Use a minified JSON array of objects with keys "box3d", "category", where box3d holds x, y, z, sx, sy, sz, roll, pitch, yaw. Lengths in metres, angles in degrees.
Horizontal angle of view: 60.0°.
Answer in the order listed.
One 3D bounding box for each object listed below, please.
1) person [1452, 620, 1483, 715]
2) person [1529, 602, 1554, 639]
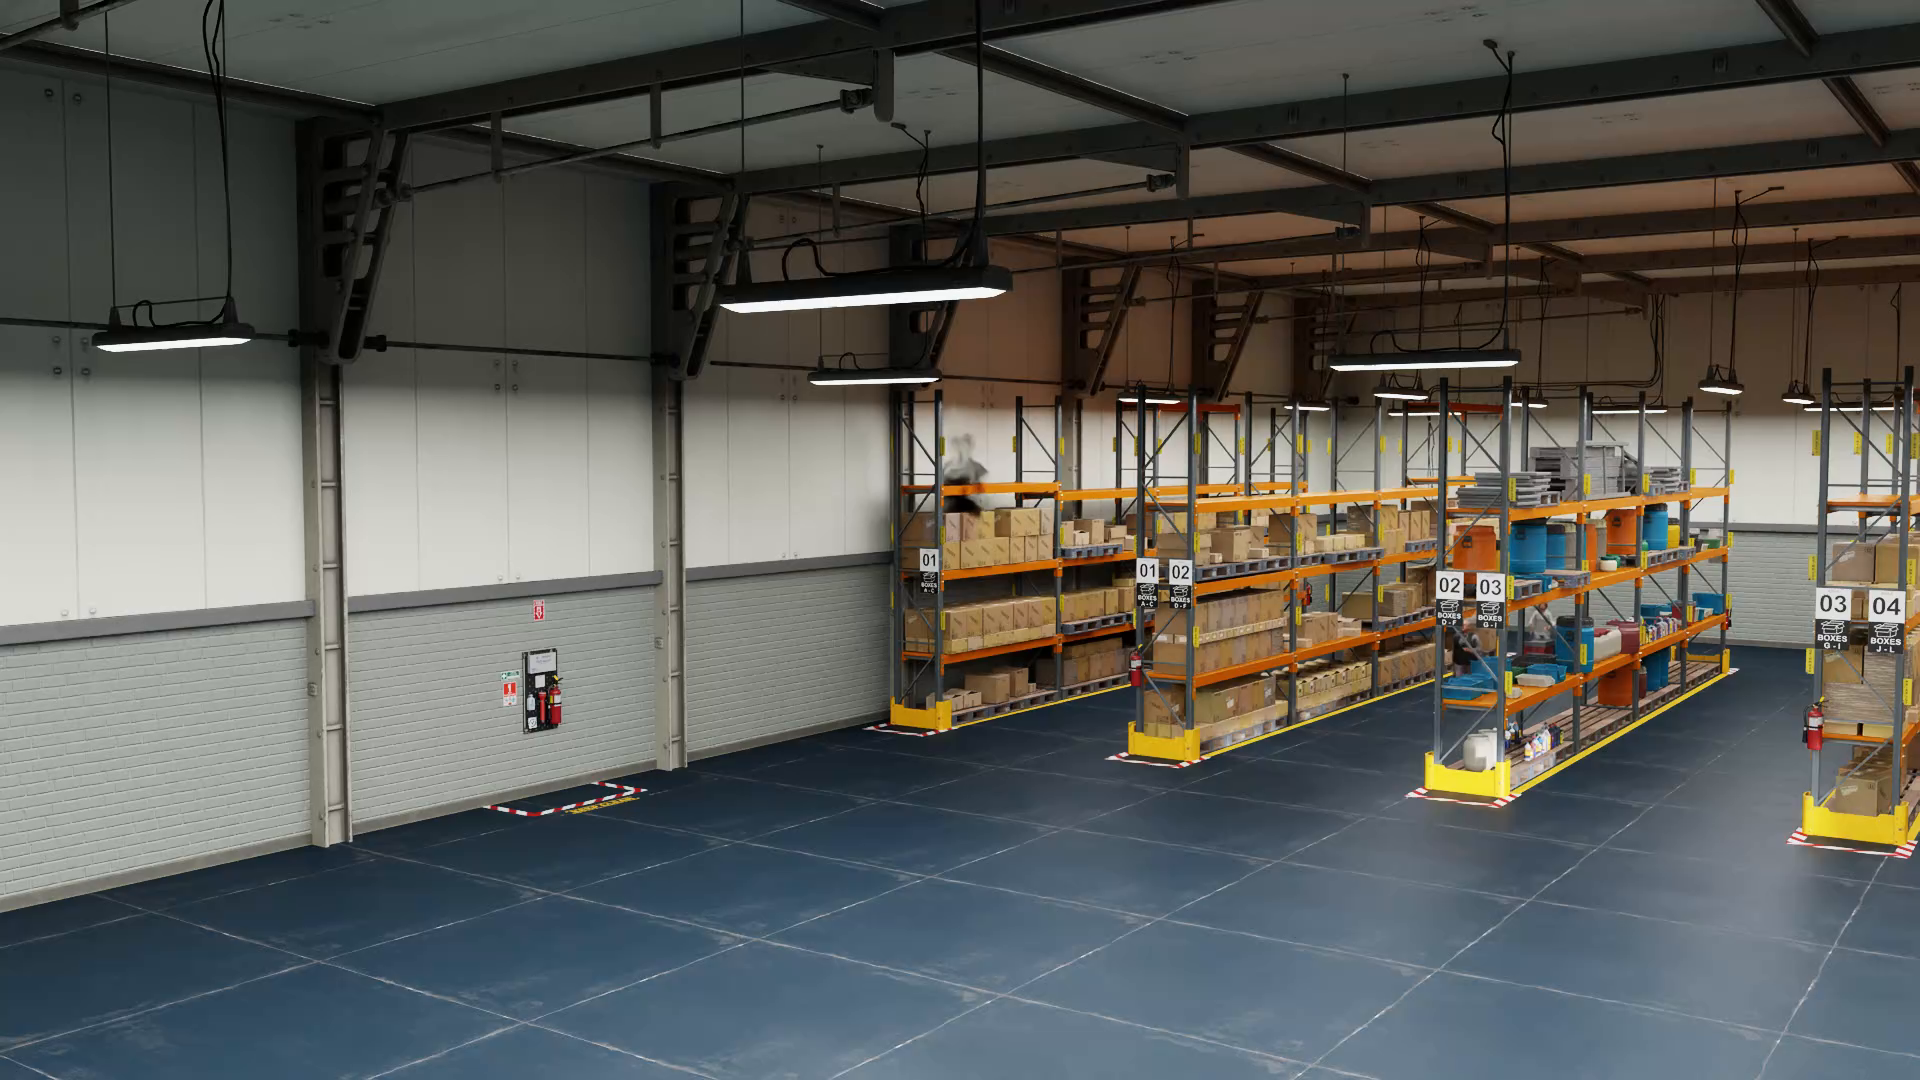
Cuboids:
[{"box3d":[9.530,2.390,31.289,0.630,1.785,0.789,2,4,31],"category":"person"},{"box3d":[13.039,2.139,37.305,0.538,1.542,0.535,1,3,21],"category":"person"}]
